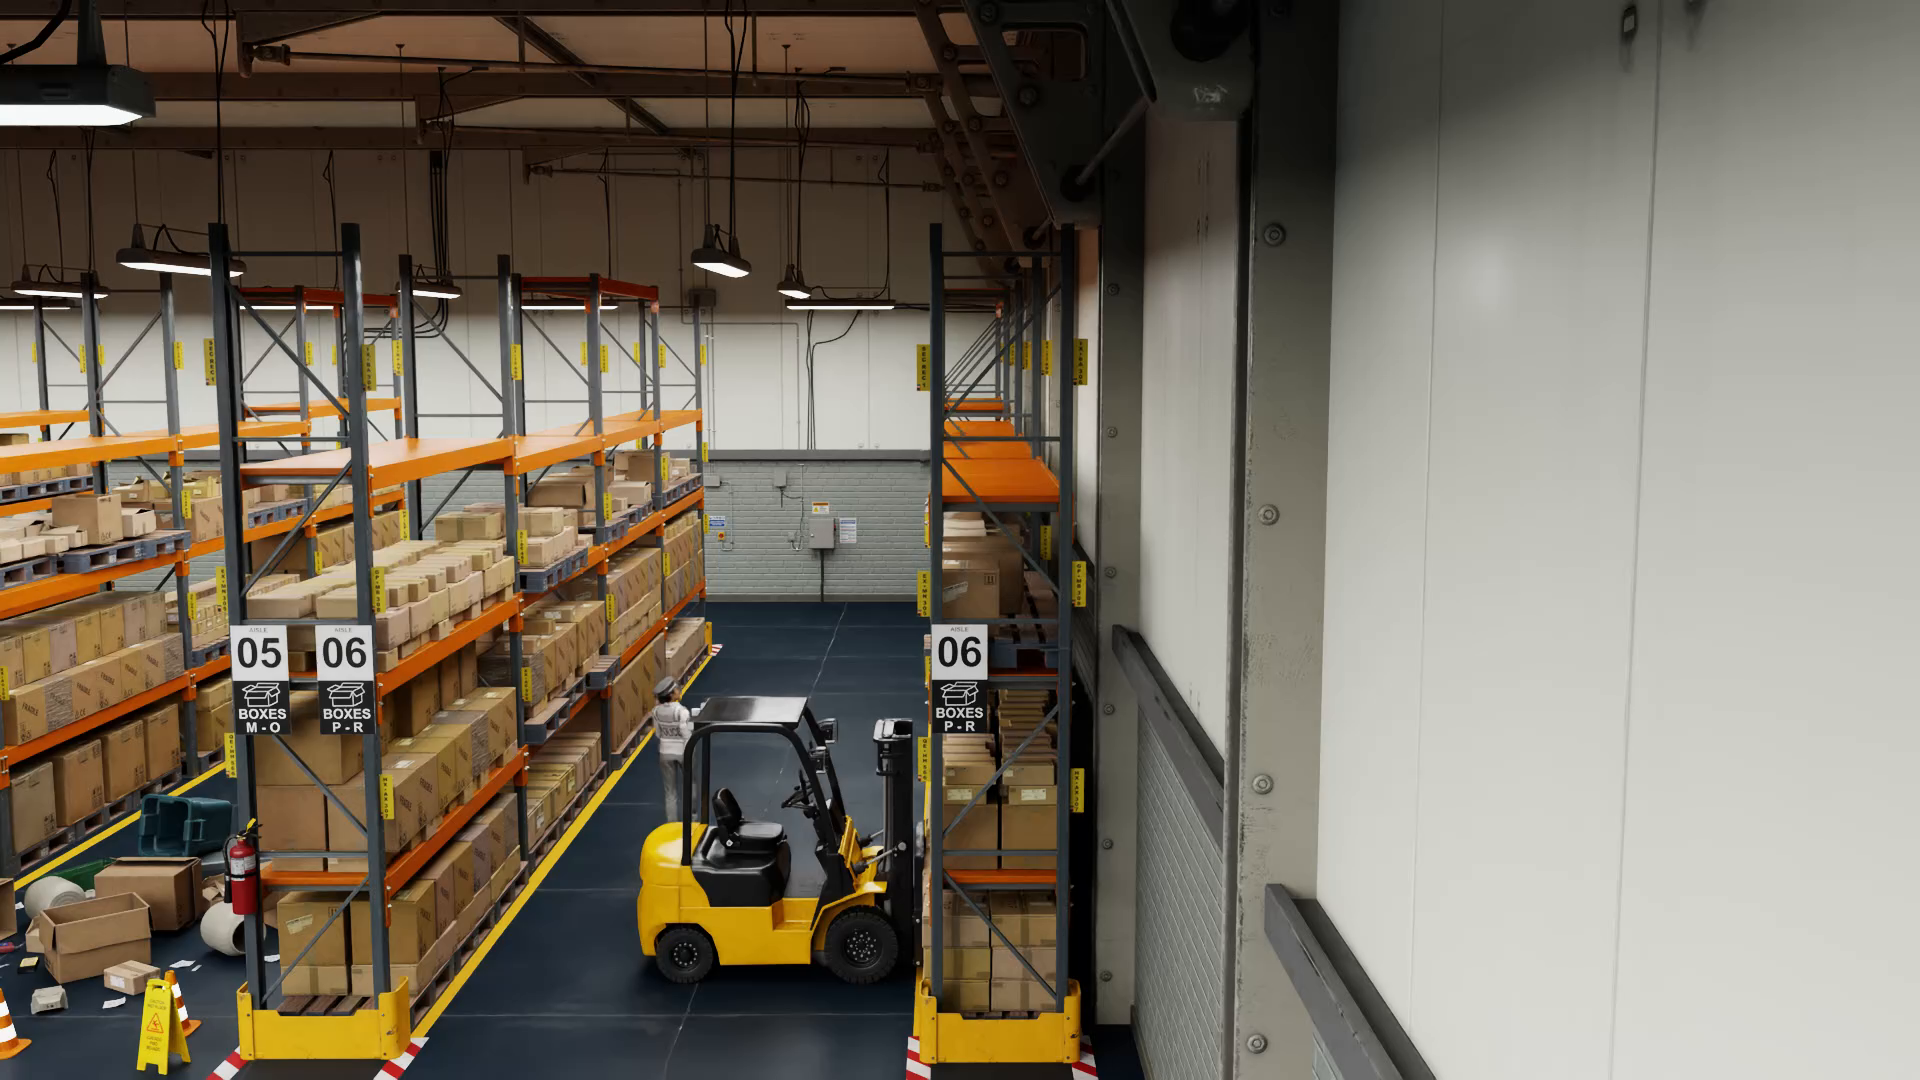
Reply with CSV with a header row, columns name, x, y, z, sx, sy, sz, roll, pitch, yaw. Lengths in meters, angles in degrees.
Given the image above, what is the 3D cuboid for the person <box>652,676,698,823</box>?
name,x,y,z,sx,sy,sz,roll,pitch,yaw
person,-2.917,2.224,17.003,0.433,1.701,0.732,0,7,-4
